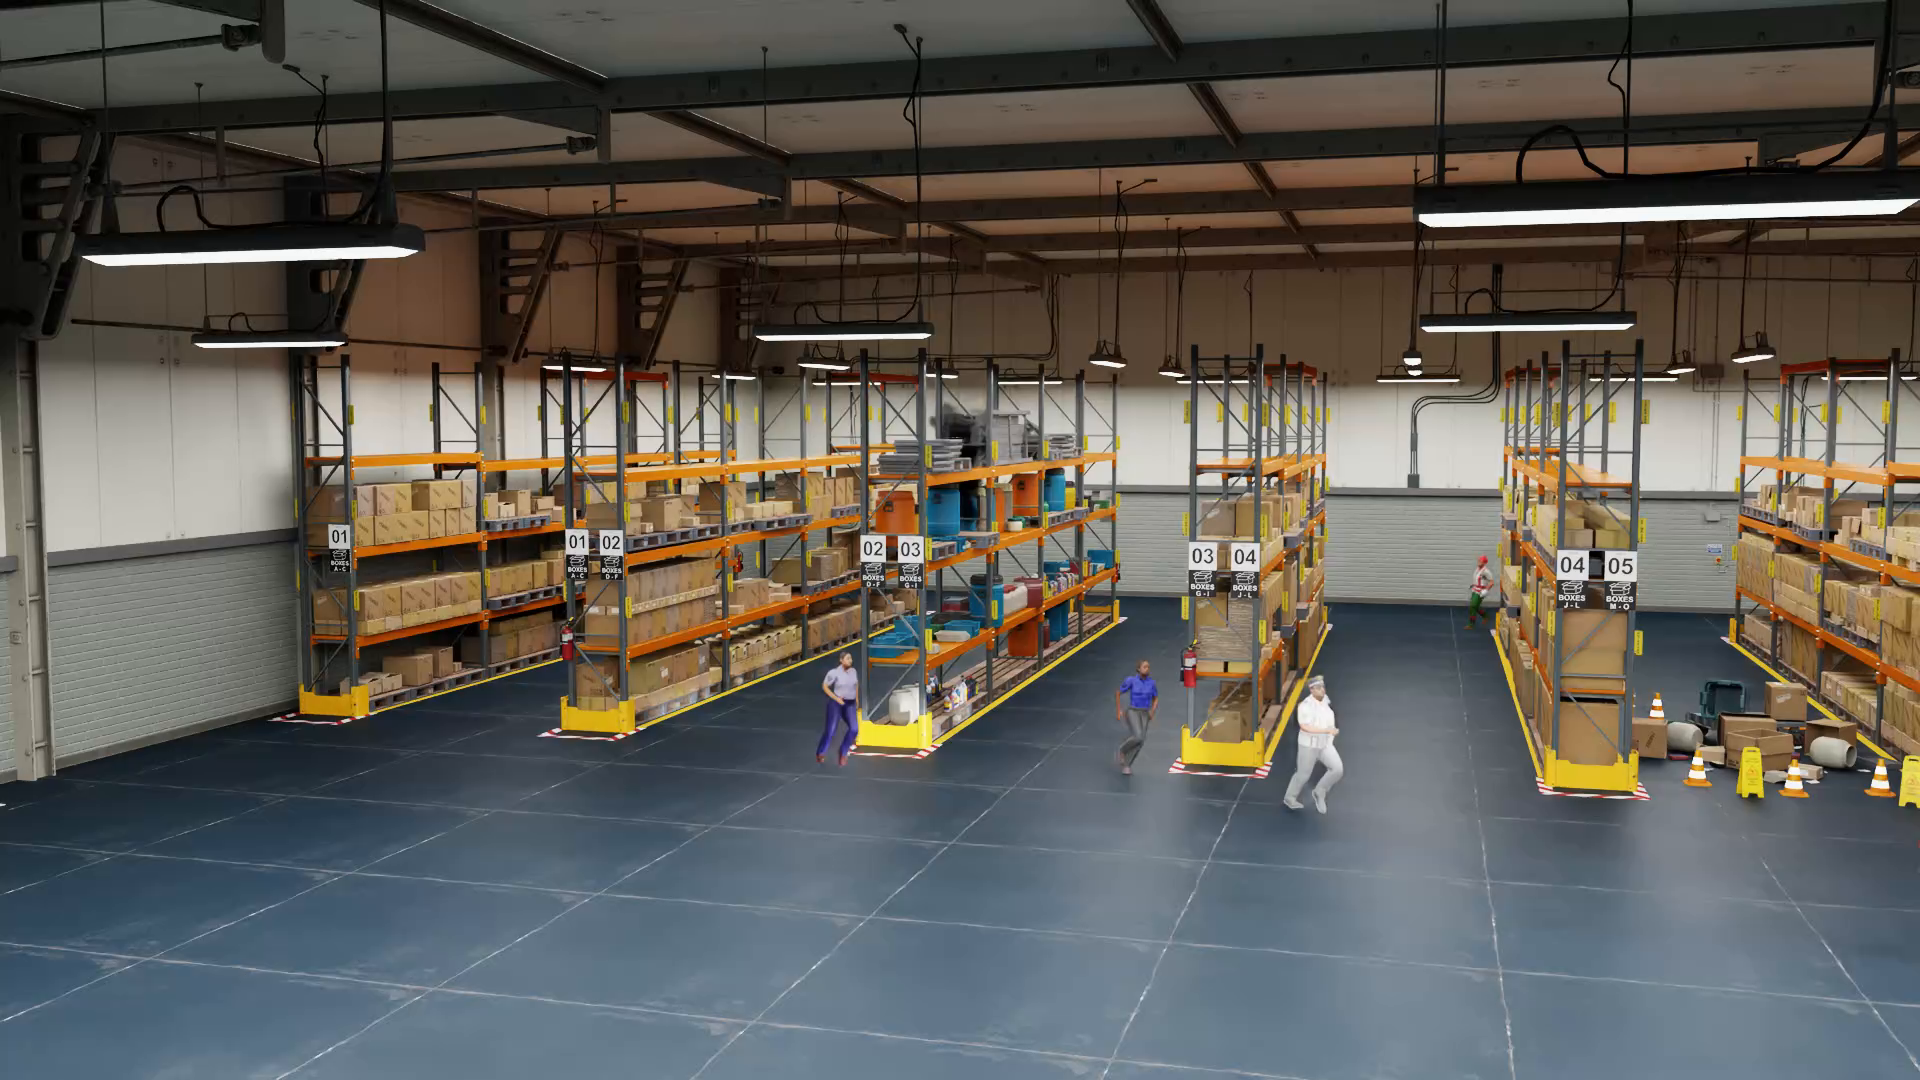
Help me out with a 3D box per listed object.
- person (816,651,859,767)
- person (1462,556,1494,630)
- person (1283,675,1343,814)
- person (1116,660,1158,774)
[{"bbox_3d":[-1.689,2.420,23.901,0.683,1.652,0.663,-3,5,-32],"label":"person"},{"bbox_3d":[12.148,1.229,38.681,0.777,1.746,0.725,-1,4,-14],"label":"person"},{"bbox_3d":[4.475,2.557,20.831,0.677,1.769,0.866,-3,5,-32],"label":"person"},{"bbox_3d":[2.521,2.470,23.222,0.610,1.581,0.515,-2,5,-20],"label":"person"}]
